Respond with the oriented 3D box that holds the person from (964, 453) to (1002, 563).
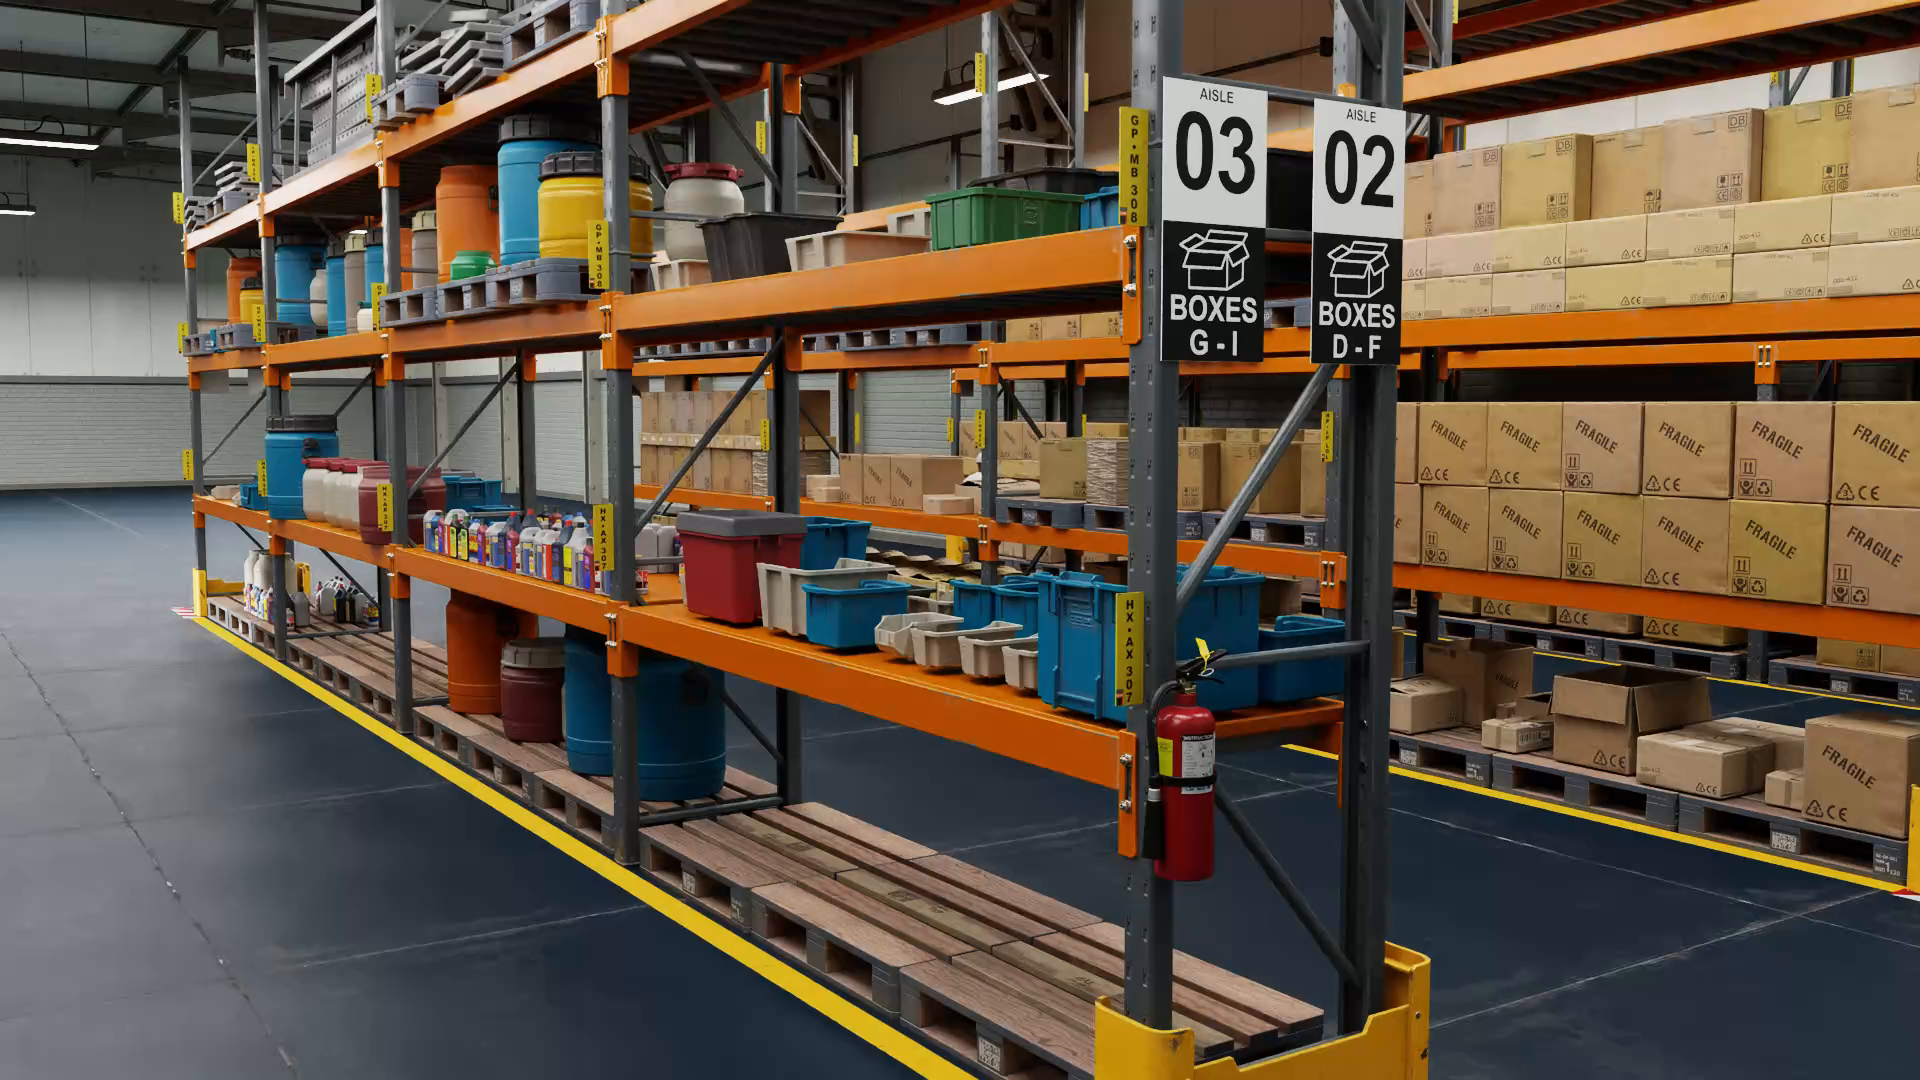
[{"bbox_3d":[0.255,-0.116,18.824,0.456,1.761,0.628,-3,6,-33],"label":"person"}]
